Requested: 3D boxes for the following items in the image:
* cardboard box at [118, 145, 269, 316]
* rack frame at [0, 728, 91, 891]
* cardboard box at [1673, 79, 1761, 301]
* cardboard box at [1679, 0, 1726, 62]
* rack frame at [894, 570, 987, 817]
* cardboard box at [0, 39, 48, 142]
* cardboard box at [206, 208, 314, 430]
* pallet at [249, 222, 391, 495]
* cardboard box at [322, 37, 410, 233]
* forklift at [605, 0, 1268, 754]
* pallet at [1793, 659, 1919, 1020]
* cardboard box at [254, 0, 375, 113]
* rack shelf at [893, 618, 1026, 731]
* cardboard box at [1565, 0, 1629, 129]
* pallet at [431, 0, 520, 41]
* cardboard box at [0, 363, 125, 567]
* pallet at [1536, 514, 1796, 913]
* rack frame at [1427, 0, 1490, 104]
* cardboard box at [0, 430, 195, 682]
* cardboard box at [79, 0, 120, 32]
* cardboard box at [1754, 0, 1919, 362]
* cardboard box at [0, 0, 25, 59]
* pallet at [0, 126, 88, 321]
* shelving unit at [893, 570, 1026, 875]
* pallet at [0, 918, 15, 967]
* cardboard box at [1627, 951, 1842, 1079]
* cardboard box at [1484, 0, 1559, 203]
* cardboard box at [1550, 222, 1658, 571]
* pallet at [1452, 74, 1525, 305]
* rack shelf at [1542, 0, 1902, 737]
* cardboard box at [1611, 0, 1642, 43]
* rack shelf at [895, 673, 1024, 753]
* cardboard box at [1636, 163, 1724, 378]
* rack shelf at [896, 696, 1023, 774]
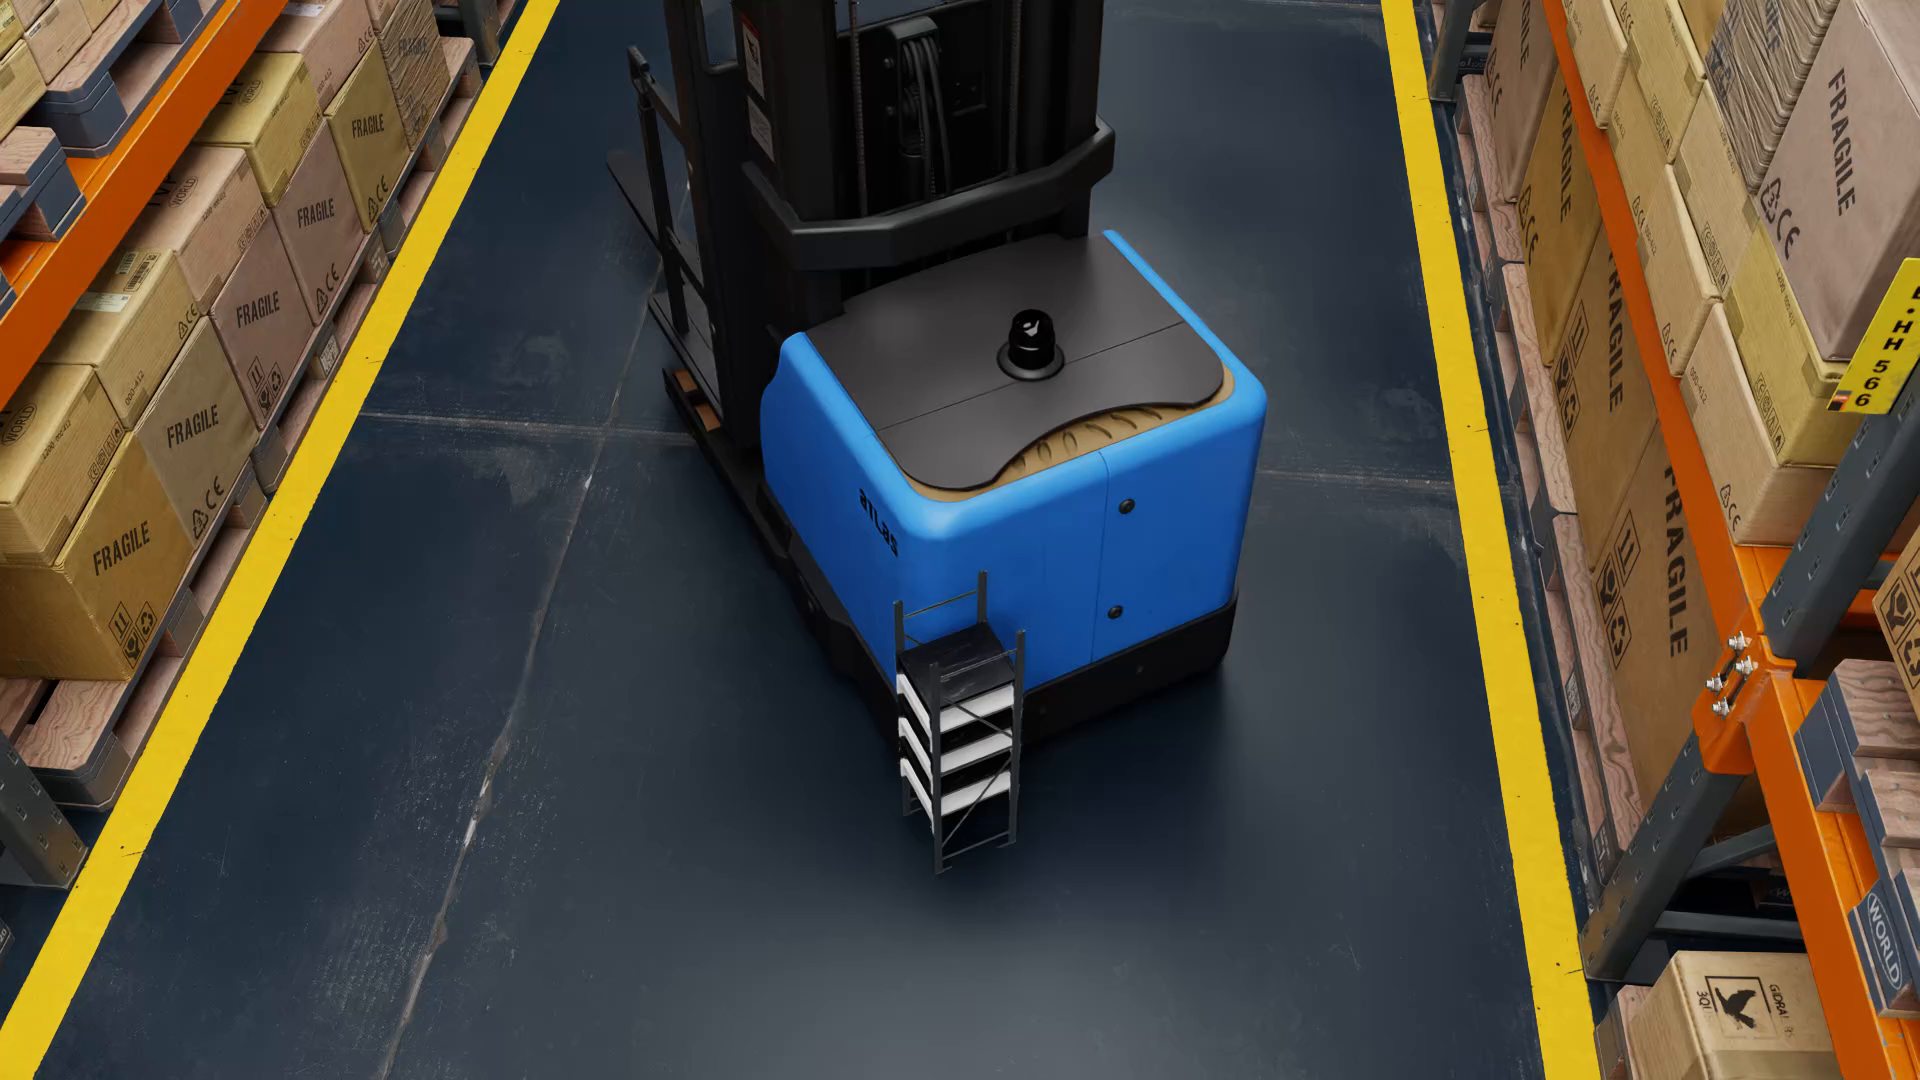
[{"bbox_3d":[-2.440,-0.940,4.978,0.500,0.250,0.500,4,48,4],"label":"cardboard box"},{"bbox_3d":[-2.848,-0.163,3.366,1.000,3.000,0.127,4,48,4],"label":"rack frame"},{"bbox_3d":[1.925,-0.772,3.686,0.500,0.250,0.500,3,48,3],"label":"cardboard box"},{"bbox_3d":[1.968,-1.415,3.766,0.500,0.500,0.500,4,48,4],"label":"cardboard box"},{"bbox_3d":[-0.046,0.415,4.261,0.240,0.900,0.006,-19,50,-17],"label":"rack frame"},{"bbox_3d":[-2.534,-1.129,4.135,0.380,0.149,0.250,6,48,5],"label":"cardboard box"},{"bbox_3d":[-2.445,-0.711,5.277,0.500,0.500,0.500,3,48,3],"label":"cardboard box"},{"bbox_3d":[-2.661,-0.690,5.738,1.003,0.211,1.213,4,48,4],"label":"pallet"},{"bbox_3d":[-2.347,-1.462,5.964,0.500,0.500,0.500,3,48,3],"label":"cardboard box"},{"bbox_3d":[-0.340,-1.426,4.568,1.130,2.935,3.031,-21,51,-18],"label":"forklift"},{"bbox_3d":[2.132,0.692,2.715,1.213,0.211,1.003,4,48,4],"label":"pallet"},{"bbox_3d":[-2.359,-1.712,5.684,0.500,0.250,0.500,6,48,5],"label":"cardboard box"},{"bbox_3d":[-0.002,0.323,4.024,0.258,0.077,0.200,-19,50,-17],"label":"rack shelf"},{"bbox_3d":[1.990,-1.365,4.567,0.500,0.250,0.500,3,48,3],"label":"cardboard box"},{"bbox_3d":[-2.457,-2.657,7.537,1.003,0.211,1.213,4,48,4],"label":"pallet"},{"bbox_3d":[-2.544,-0.204,4.305,0.500,0.250,0.500,2,48,2],"label":"cardboard box"},{"bbox_3d":[2.238,0.463,4.684,1.003,0.211,1.213,4,48,4],"label":"pallet"},{"bbox_3d":[2.456,-2.843,5.818,1.000,3.000,0.127,4,48,4],"label":"rack frame"},{"bbox_3d":[-2.529,0.037,4.593,0.500,0.500,0.500,2,48,2],"label":"cardboard box"},{"bbox_3d":[-2.487,-1.509,4.483,0.380,0.149,0.250,4,48,4],"label":"cardboard box"},{"bbox_3d":[1.878,-0.673,3.087,0.500,0.500,0.500,3,48,2],"label":"cardboard box"},{"bbox_3d":[-2.537,-1.243,4.038,0.380,0.149,0.250,4,48,4],"label":"cardboard box"},{"bbox_3d":[-2.889,-0.629,3.922,1.213,0.211,1.003,4,48,4],"label":"pallet"},{"bbox_3d":[-0.002,0.482,4.199,0.258,0.900,0.210,-19,50,-17],"label":"shelving unit"},{"bbox_3d":[-2.995,1.353,3.870,1.003,0.211,1.213,4,48,4],"label":"pallet"},{"bbox_3d":[2.030,1.256,3.565,0.950,0.372,0.625,1,48,1],"label":"cardboard box"},{"bbox_3d":[2.479,-1.807,6.025,0.875,0.875,0.875,5,48,5],"label":"cardboard box"},{"bbox_3d":[2.322,-0.486,4.817,0.875,0.875,0.875,4,48,4],"label":"cardboard box"},{"bbox_3d":[2.460,-1.330,6.324,1.003,0.211,1.213,4,48,4],"label":"pallet"},{"bbox_3d":[2.273,-1.131,4.739,1.077,0.370,4.000,4,48,4],"label":"rack shelf"},{"bbox_3d":[1.999,-1.531,4.381,0.500,0.250,0.500,3,48,2],"label":"cardboard box"},{"bbox_3d":[-0.002,0.383,4.091,0.258,0.077,0.200,-19,50,-17],"label":"rack shelf"},{"bbox_3d":[1.909,-0.619,3.885,0.500,0.250,0.500,5,48,4],"label":"cardboard box"},{"bbox_3d":[-0.002,0.444,4.157,0.258,0.077,0.200,-19,50,-17],"label":"rack shelf"}]
